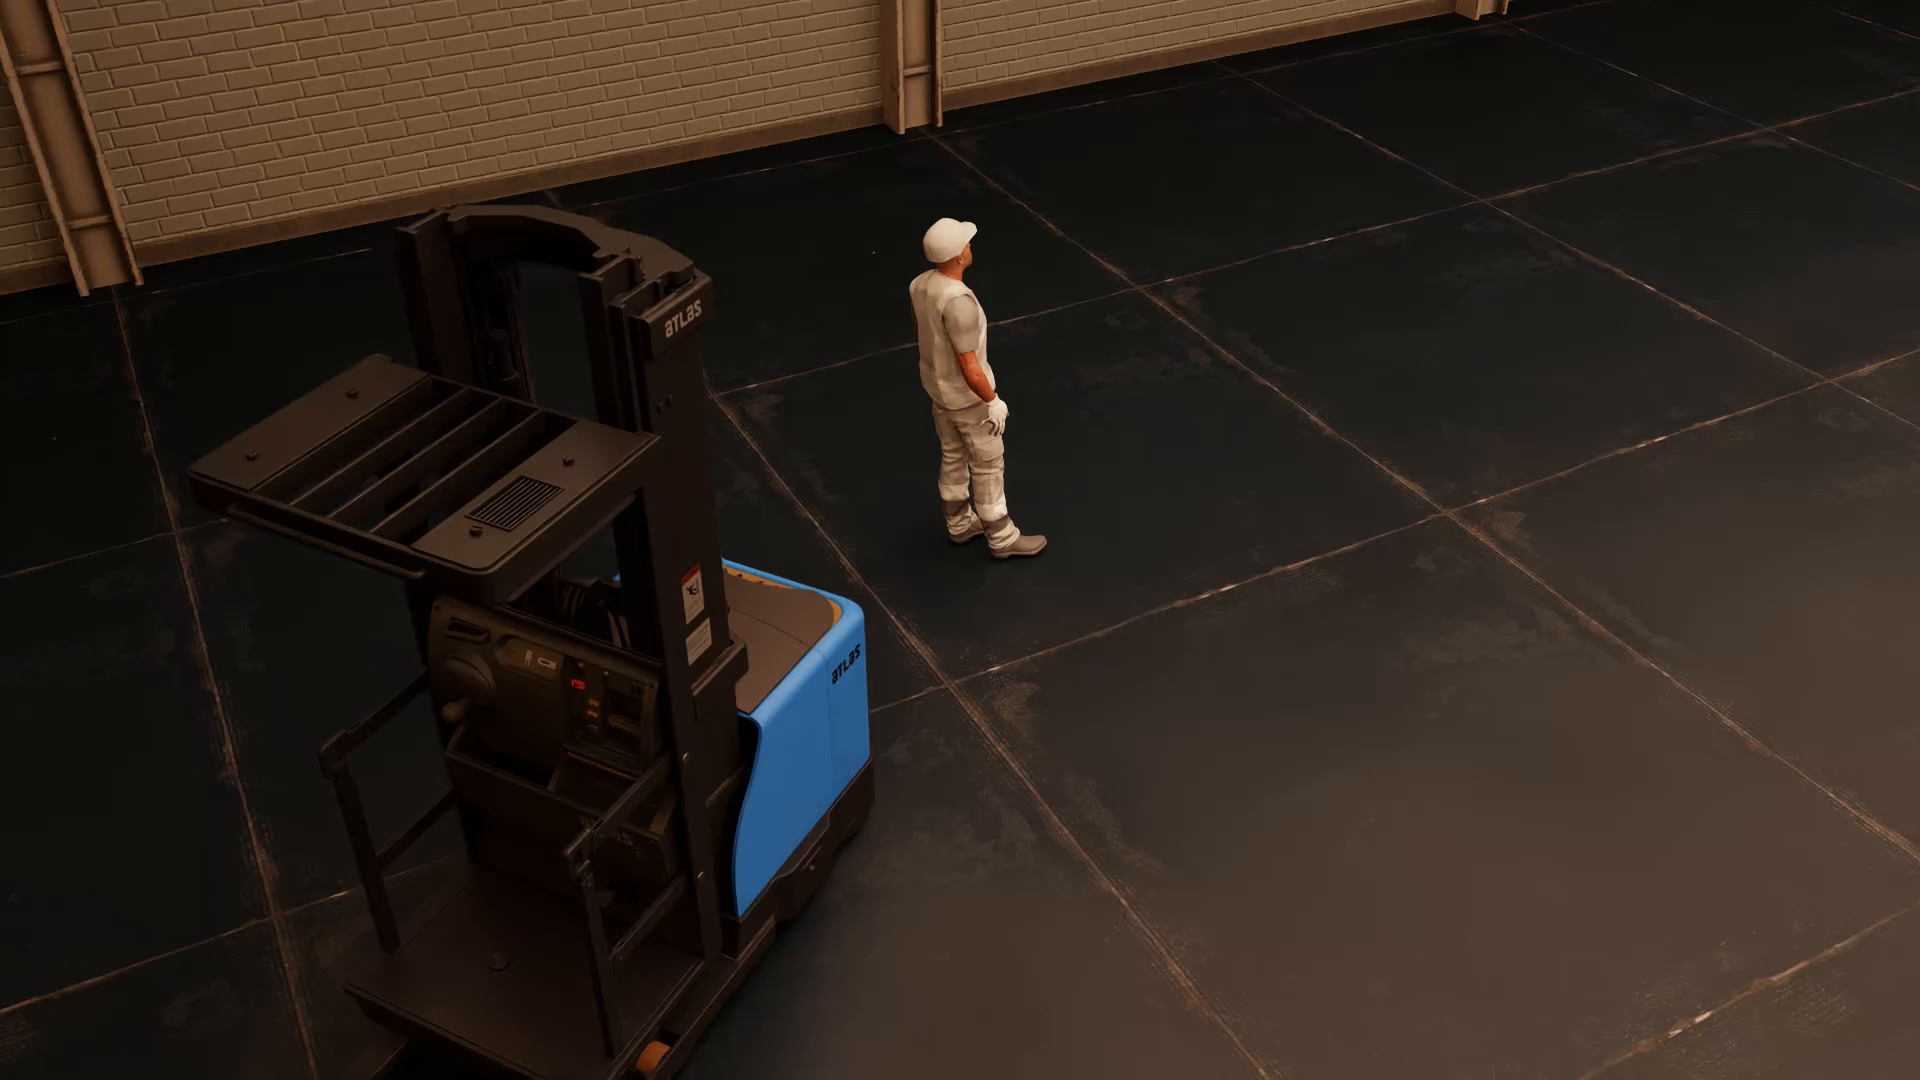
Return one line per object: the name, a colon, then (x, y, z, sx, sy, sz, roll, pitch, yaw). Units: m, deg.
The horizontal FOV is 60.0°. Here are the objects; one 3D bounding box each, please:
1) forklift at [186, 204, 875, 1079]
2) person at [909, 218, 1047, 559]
forklift: (-1.479, 0.554, 5.340, 1.130, 2.935, 3.031, 17, 38, 22)
person: (0.076, -0.752, 8.163, 0.564, 1.787, 0.637, -17, 39, -23)
